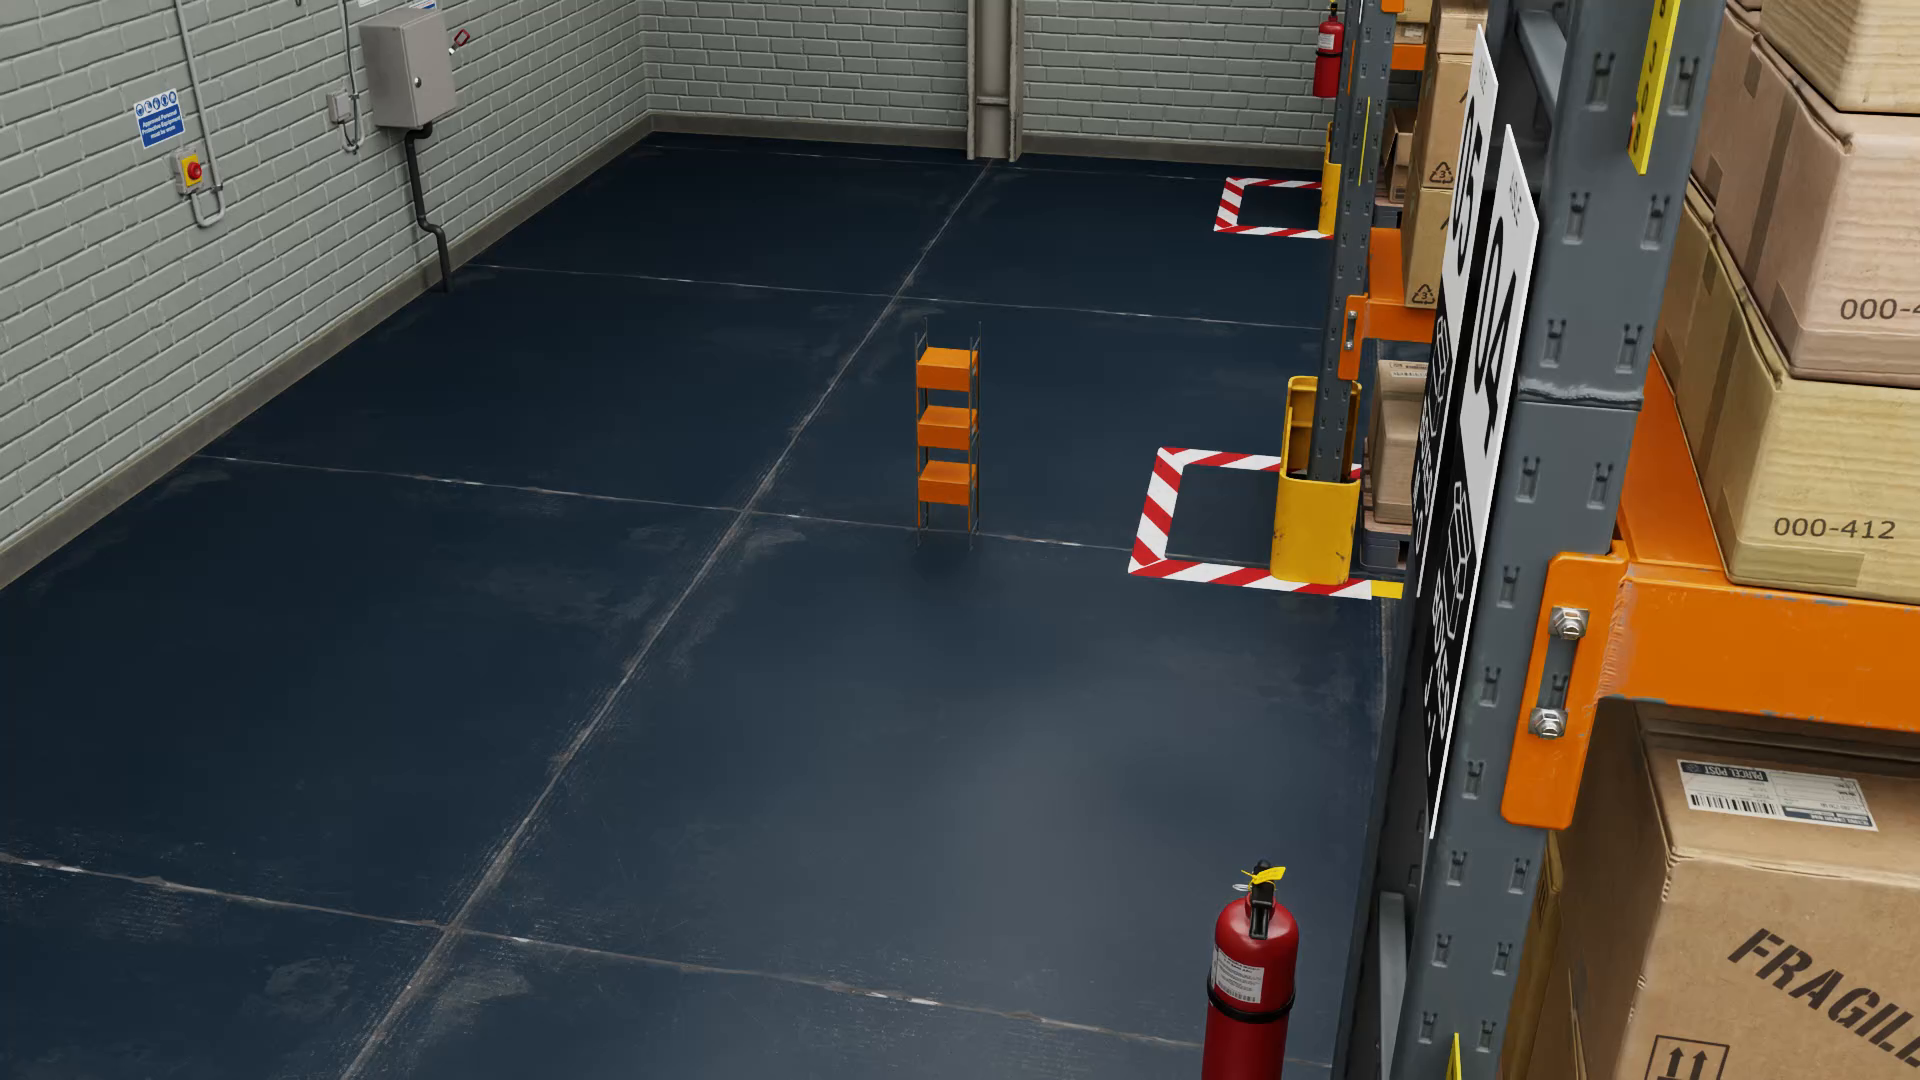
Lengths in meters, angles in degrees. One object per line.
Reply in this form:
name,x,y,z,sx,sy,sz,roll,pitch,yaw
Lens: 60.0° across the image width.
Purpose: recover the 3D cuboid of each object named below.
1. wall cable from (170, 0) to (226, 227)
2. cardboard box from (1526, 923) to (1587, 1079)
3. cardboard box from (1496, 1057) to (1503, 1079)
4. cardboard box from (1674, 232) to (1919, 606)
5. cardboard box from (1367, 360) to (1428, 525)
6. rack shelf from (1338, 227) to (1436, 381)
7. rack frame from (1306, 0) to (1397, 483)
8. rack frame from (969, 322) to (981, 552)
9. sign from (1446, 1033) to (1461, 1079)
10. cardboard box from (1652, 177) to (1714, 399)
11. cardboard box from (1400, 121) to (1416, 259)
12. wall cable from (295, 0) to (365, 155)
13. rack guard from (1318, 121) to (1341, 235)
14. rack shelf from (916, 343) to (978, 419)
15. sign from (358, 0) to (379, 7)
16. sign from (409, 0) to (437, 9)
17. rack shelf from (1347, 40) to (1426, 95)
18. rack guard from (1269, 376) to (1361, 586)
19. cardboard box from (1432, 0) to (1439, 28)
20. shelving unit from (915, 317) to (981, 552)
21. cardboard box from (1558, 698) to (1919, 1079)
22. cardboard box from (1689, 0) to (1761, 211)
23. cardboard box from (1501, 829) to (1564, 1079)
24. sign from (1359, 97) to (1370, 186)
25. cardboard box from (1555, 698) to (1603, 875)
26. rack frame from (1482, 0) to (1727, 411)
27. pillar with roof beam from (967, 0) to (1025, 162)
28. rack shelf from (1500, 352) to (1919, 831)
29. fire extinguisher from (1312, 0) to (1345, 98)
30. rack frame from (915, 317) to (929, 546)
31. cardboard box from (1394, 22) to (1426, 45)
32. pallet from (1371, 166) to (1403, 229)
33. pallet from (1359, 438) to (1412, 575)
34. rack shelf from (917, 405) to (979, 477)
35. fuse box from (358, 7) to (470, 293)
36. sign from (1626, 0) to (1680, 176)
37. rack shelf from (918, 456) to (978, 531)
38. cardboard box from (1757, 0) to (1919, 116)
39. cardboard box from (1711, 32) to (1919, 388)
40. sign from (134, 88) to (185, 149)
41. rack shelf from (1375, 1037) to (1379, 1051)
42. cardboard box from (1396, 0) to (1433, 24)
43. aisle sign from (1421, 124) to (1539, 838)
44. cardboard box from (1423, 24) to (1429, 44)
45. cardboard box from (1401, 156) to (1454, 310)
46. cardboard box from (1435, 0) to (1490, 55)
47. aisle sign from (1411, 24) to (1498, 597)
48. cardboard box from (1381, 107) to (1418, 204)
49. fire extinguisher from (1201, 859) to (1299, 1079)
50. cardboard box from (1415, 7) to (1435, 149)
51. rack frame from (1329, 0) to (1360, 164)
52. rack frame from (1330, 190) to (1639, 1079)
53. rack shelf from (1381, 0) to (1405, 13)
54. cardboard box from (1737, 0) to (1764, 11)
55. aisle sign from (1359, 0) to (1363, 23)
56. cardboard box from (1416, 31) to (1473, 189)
wall cable,-3.825,-2.410,7.937,0.123,1.953,0.585,6,29,11
cardboard box,1.141,0.940,2.496,0.500,0.500,0.500,7,30,13
cardboard box,1.138,0.949,3.154,0.250,0.149,0.380,6,29,11
cardboard box,1.146,-0.146,1.925,0.500,0.250,0.500,7,29,12
cardboard box,2.361,-0.437,7.655,0.875,0.438,0.875,5,29,9
rack shelf,3.651,-0.880,6.982,4.000,0.370,1.077,6,29,11
rack frame,1.695,-1.396,7.176,0.127,3.000,1.000,6,29,11
rack frame,0.067,-0.454,7.485,0.008,1.050,0.200,6,29,11
sign,0.647,0.814,2.238,0.005,0.325,0.100,6,29,11
cardboard box,1.260,-0.389,2.370,0.500,0.250,0.500,5,29,9
cardboard box,2.222,-1.515,7.290,0.500,0.500,0.500,6,29,11
wall cable,-3.540,-3.063,9.163,0.122,1.984,0.588,6,29,11
rack guard,2.802,-2.623,12.021,0.348,0.500,1.175,6,29,11
rack shelf,-0.052,-0.705,7.377,0.240,0.259,0.215,6,29,11
sign,-3.457,-3.279,9.756,0.001,0.242,0.339,6,29,11
sign,-3.343,-3.133,10.448,0.001,0.494,0.329,6,29,11
rack shelf,4.684,-3.211,11.241,4.000,0.370,1.077,6,29,11
rack guard,1.671,-0.302,7.780,0.348,0.500,1.175,6,29,11
cardboard box,2.088,-2.221,6.862,0.250,0.149,0.380,6,29,11
shelving unit,-0.052,-0.466,7.508,0.252,1.050,0.215,6,29,11
cardboard box,1.143,0.496,2.266,0.500,0.500,0.500,6,29,10
cardboard box,1.263,-0.603,2.241,0.500,0.250,0.500,5,29,9
cardboard box,1.253,0.689,2.954,0.500,0.500,0.500,6,29,12
sign,1.573,-1.550,6.474,0.005,0.325,0.100,6,29,11
cardboard box,1.259,0.255,2.705,0.500,0.500,0.500,5,29,10
rack frame,0.760,-1.692,1.470,0.127,3.000,1.000,6,29,11
pillar with roof beam,-0.620,-5.031,7.568,0.400,9.000,9.100,6,29,11
rack shelf,2.716,0.139,1.997,4.000,0.370,1.077,6,29,11
fire extinguisher,2.487,-3.327,11.173,0.183,0.674,0.296,6,29,11
rack frame,-0.172,-0.478,7.530,0.008,1.050,0.200,6,29,11
cardboard box,2.992,-3.455,11.199,0.250,0.149,0.380,6,29,10
pallet,3.582,-2.417,11.945,1.213,0.211,1.003,6,29,11
pallet,2.493,-0.129,7.766,1.213,0.211,1.003,6,29,11
rack shelf,-0.052,-0.457,7.513,0.240,0.259,0.215,6,29,11
fuse box,-3.243,-2.357,10.273,0.414,1.711,0.539,6,29,11
sign,0.647,-0.505,1.515,0.005,0.325,0.100,6,29,11
rack shelf,-0.052,-0.213,7.646,0.240,0.259,0.215,6,29,11
cardboard box,1.029,-0.566,1.756,0.250,0.149,0.380,6,29,10
cardboard box,1.145,-0.363,1.802,0.500,0.250,0.500,6,29,11
sign,-3.894,-2.052,8.093,0.001,0.218,0.327,6,29,11
rack shelf,2.716,1.455,2.717,4.000,0.370,1.077,6,29,11
cardboard box,3.115,-3.620,11.085,0.500,0.250,0.500,6,29,11
aisle sign,0.626,-0.068,2.043,0.004,0.787,0.394,6,29,11
cardboard box,3.250,-3.451,11.192,0.250,0.149,0.380,7,29,12
cardboard box,2.104,-1.257,6.818,0.500,0.500,0.500,6,29,10
cardboard box,1.984,-1.997,6.453,0.250,0.149,0.380,6,29,12
aisle sign,0.751,-0.349,2.558,0.004,0.787,0.394,6,29,11
cardboard box,3.306,-2.711,11.740,0.637,0.503,0.797,5,29,9
fire extinguisher,0.610,0.895,3.461,0.183,0.674,0.296,6,29,11
cardboard box,2.216,-1.942,7.028,0.500,0.500,0.500,7,29,12
rack frame,2.728,-3.727,11.434,0.127,3.000,1.000,6,29,11
rack frame,0.760,0.939,2.911,0.127,3.000,1.000,6,29,11
rack shelf,3.651,-2.195,6.262,4.000,0.370,1.077,6,29,11
cardboard box,1.146,-0.810,2.202,0.250,0.149,0.380,6,29,10
aisle sign,1.564,-2.407,6.316,0.004,0.787,0.394,6,29,11
cardboard box,2.105,-1.696,6.579,0.500,0.500,0.500,5,29,9
